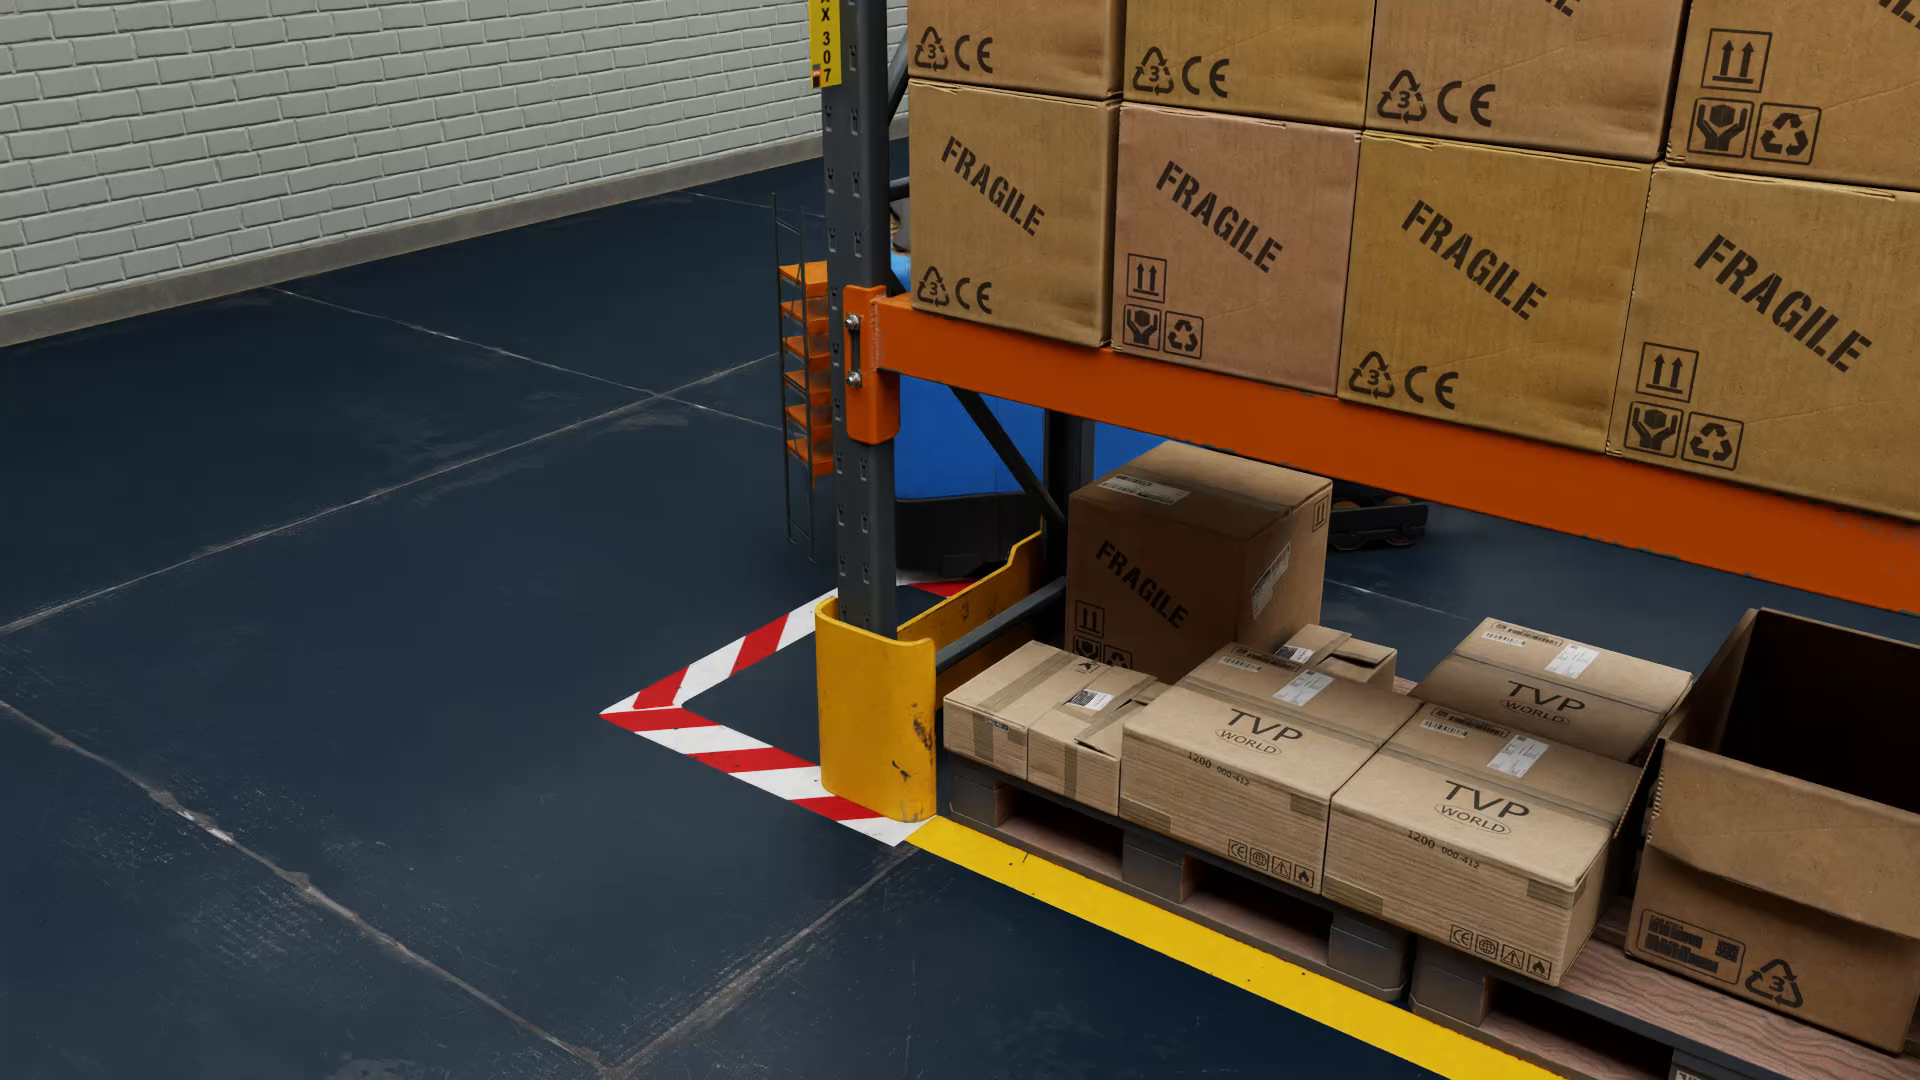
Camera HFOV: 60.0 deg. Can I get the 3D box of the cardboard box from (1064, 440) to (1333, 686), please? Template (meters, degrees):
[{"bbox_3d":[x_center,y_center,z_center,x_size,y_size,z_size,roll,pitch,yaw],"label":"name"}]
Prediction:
[{"bbox_3d":[0.624,0.090,4.380,0.500,0.500,0.500,17,29,33],"label":"cardboard box"}]

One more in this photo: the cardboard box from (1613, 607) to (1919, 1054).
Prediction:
[{"bbox_3d":[1.735,0.551,3.329,0.637,0.503,0.797,17,29,33],"label":"cardboard box"}]

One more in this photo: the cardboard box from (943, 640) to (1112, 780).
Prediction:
[{"bbox_3d":[0.170,0.411,4.087,0.250,0.149,0.380,17,29,33],"label":"cardboard box"}]

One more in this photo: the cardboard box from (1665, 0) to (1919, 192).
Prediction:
[{"bbox_3d":[1.465,-0.846,2.586,0.500,0.500,0.500,17,29,33],"label":"cardboard box"}]

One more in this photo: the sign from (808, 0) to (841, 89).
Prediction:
[{"bbox_3d":[-0.285,-1.125,3.510,0.005,0.325,0.100,17,29,33],"label":"sign"}]

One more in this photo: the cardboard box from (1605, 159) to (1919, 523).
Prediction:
[{"bbox_3d":[1.453,-0.391,2.793,0.500,0.500,0.500,17,29,34],"label":"cardboard box"}]

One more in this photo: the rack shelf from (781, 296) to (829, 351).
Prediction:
[{"bbox_3d":[-0.458,-0.705,5.377,0.180,0.103,0.258,-12,26,-25],"label":"rack shelf"}]

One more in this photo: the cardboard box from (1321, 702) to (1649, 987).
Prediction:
[{"bbox_3d":[1.106,0.617,3.493,0.500,0.250,0.500,17,29,33],"label":"cardboard box"}]

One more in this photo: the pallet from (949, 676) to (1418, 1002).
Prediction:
[{"bbox_3d":[0.740,0.583,4.166,1.213,0.211,1.003,17,29,33],"label":"pallet"}]

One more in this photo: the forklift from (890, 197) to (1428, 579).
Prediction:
[{"bbox_3d":[1.123,-1.507,5.536,3.031,2.935,1.130,-5,24,-11],"label":"forklift"}]

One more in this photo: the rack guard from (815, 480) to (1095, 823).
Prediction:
[{"bbox_3d":[0.102,0.258,4.545,0.348,0.500,1.175,17,29,33],"label":"rack guard"}]

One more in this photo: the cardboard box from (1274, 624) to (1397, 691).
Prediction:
[{"bbox_3d":[0.894,0.370,4.159,0.250,0.166,0.380,17,29,33],"label":"cardboard box"}]

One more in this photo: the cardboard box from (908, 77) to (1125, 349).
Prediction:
[{"bbox_3d":[0.238,-0.758,3.626,0.500,0.500,0.500,18,29,34],"label":"cardboard box"}]

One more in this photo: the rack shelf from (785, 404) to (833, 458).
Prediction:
[{"bbox_3d":[-0.458,-0.376,5.522,0.180,0.103,0.258,-12,26,-25],"label":"rack shelf"}]

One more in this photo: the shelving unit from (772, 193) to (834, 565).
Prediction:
[{"bbox_3d":[-0.458,-0.526,5.456,0.189,1.200,0.258,-12,26,-25],"label":"shelving unit"}]

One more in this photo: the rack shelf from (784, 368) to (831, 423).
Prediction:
[{"bbox_3d":[-0.458,-0.486,5.474,0.180,0.103,0.258,-12,26,-25],"label":"rack shelf"}]

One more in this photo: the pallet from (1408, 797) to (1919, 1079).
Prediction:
[{"bbox_3d":[1.712,0.878,3.496,1.213,0.211,1.003,17,29,33],"label":"pallet"}]

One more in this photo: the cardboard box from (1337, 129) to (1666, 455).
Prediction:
[{"bbox_3d":[1.054,-0.512,3.069,0.500,0.500,0.500,17,29,33],"label":"cardboard box"}]

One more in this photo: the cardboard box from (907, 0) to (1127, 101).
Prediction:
[{"bbox_3d":[0.238,-1.215,3.424,0.500,0.500,0.500,18,29,35],"label":"cardboard box"}]

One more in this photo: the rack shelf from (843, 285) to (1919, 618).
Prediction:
[{"bbox_3d":[1.641,-0.092,3.130,4.000,0.370,1.077,17,29,33],"label":"rack shelf"}]

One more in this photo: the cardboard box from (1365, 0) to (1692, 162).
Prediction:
[{"bbox_3d":[1.058,-0.969,2.864,0.500,0.500,0.500,17,29,34],"label":"cardboard box"}]

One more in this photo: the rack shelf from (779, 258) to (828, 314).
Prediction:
[{"bbox_3d":[-0.458,-0.815,5.329,0.180,0.103,0.258,-12,26,-25],"label":"rack shelf"}]

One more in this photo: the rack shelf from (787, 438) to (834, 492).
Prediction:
[{"bbox_3d":[-0.458,-0.266,5.571,0.180,0.103,0.258,-12,26,-25],"label":"rack shelf"}]

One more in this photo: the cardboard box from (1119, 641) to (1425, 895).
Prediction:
[{"bbox_3d":[0.706,0.497,3.767,0.500,0.250,0.500,17,29,33],"label":"cardboard box"}]

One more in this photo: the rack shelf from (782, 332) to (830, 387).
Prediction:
[{"bbox_3d":[-0.458,-0.595,5.425,0.180,0.103,0.258,-12,26,-25],"label":"rack shelf"}]

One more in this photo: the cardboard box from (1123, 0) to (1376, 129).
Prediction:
[{"bbox_3d":[0.661,-1.091,3.143,0.500,0.500,0.500,17,29,34],"label":"cardboard box"}]

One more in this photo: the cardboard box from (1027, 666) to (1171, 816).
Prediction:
[{"bbox_3d":[0.370,0.463,3.946,0.250,0.166,0.380,17,29,33],"label":"cardboard box"}]

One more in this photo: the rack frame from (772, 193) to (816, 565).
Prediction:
[{"bbox_3d":[-0.539,-0.509,5.417,0.006,1.200,0.240,-12,26,-25],"label":"rack frame"}]

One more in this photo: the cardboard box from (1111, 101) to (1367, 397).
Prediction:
[{"bbox_3d":[0.654,-0.635,3.346,0.500,0.500,0.500,16,29,33],"label":"cardboard box"}]

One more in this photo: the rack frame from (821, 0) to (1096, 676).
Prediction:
[{"bbox_3d":[0.041,-0.904,4.082,0.127,3.000,1.000,17,29,33],"label":"rack frame"}]

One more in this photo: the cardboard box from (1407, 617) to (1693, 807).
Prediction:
[{"bbox_3d":[1.366,0.444,3.887,0.500,0.250,0.500,17,29,33],"label":"cardboard box"}]
